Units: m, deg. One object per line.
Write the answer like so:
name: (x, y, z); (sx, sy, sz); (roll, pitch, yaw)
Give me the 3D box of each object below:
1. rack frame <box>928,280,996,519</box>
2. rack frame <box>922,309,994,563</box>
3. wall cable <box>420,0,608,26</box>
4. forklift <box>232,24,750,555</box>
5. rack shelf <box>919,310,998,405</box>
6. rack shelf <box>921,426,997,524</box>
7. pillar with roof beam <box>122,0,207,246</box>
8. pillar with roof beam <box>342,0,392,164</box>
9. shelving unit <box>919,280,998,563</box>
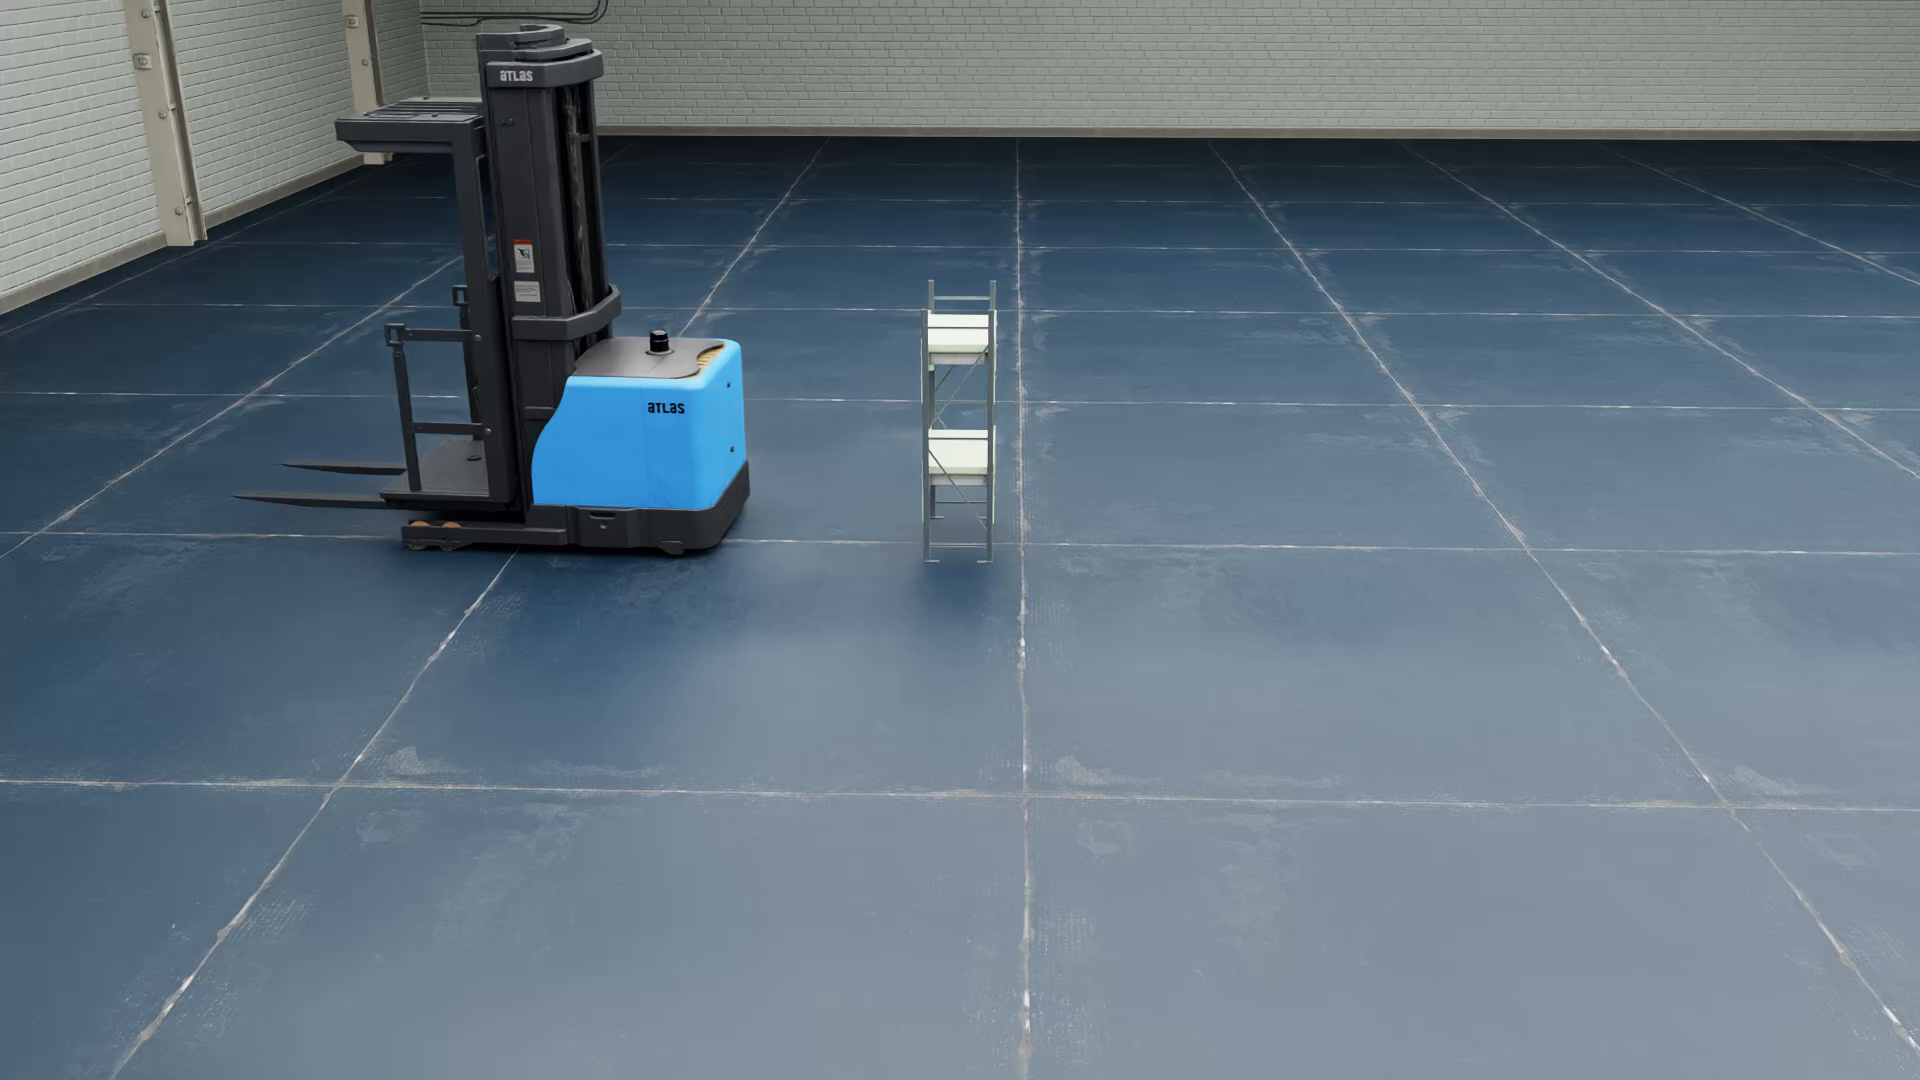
rack frame: (0.011, -0.834, 10.105); (0.400, 1.500, 0.023); (1, 21, 2)
rack frame: (-0.011, -0.569, 9.423); (0.400, 1.500, 0.023); (1, 21, 2)
wall cable: (-7.071, -9.301, 25.853); (3.097, 2.526, 0.112); (1, 21, 2)
forklift: (-2.886, -1.489, 9.815); (3.031, 2.935, 1.130); (2, 21, 6)
rack shelf: (0.000, -1.065, 9.623); (0.431, 0.370, 0.720); (1, 21, 2)
rack shelf: (0.000, -0.398, 9.882); (0.431, 0.370, 0.720); (1, 21, 2)
pillar with roof beam: (-4.362, -7.482, 16.871); (9.100, 9.000, 0.400); (1, 21, 2)
pillar with roof beam: (-4.180, -9.651, 22.462); (9.100, 9.000, 0.400); (1, 21, 2)
shelving unit: (0.000, -0.702, 9.764); (0.431, 1.500, 0.755); (1, 21, 2)
